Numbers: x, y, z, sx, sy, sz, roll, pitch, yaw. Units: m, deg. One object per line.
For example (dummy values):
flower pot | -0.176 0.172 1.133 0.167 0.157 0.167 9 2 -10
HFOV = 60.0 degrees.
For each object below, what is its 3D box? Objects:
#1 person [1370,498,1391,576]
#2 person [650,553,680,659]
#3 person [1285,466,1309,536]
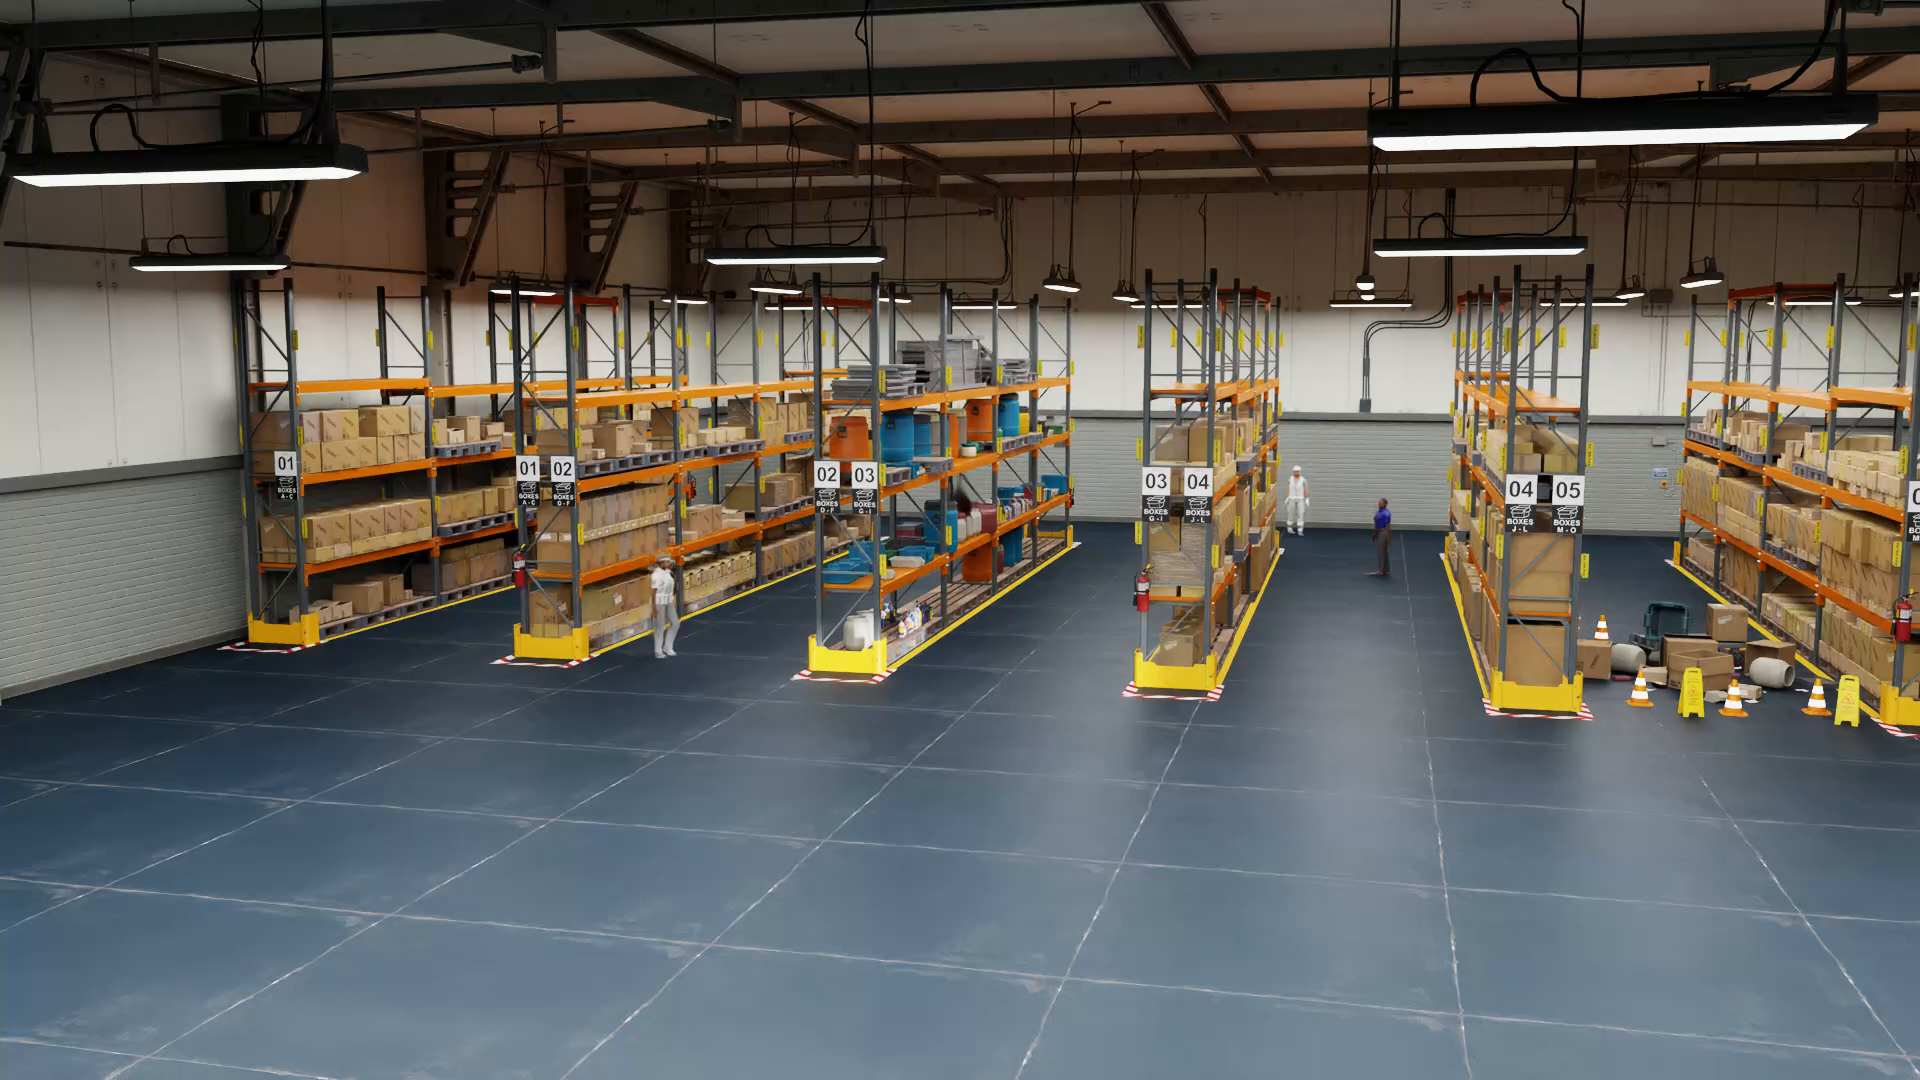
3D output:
person | 9.004 -0.086 35.614 0.476 1.655 0.450 0 7 -1
person | -4.727 1.051 26.365 0.369 1.709 0.588 3 8 26
person | 8.710 -1.014 42.921 0.595 1.799 0.572 0 7 1
